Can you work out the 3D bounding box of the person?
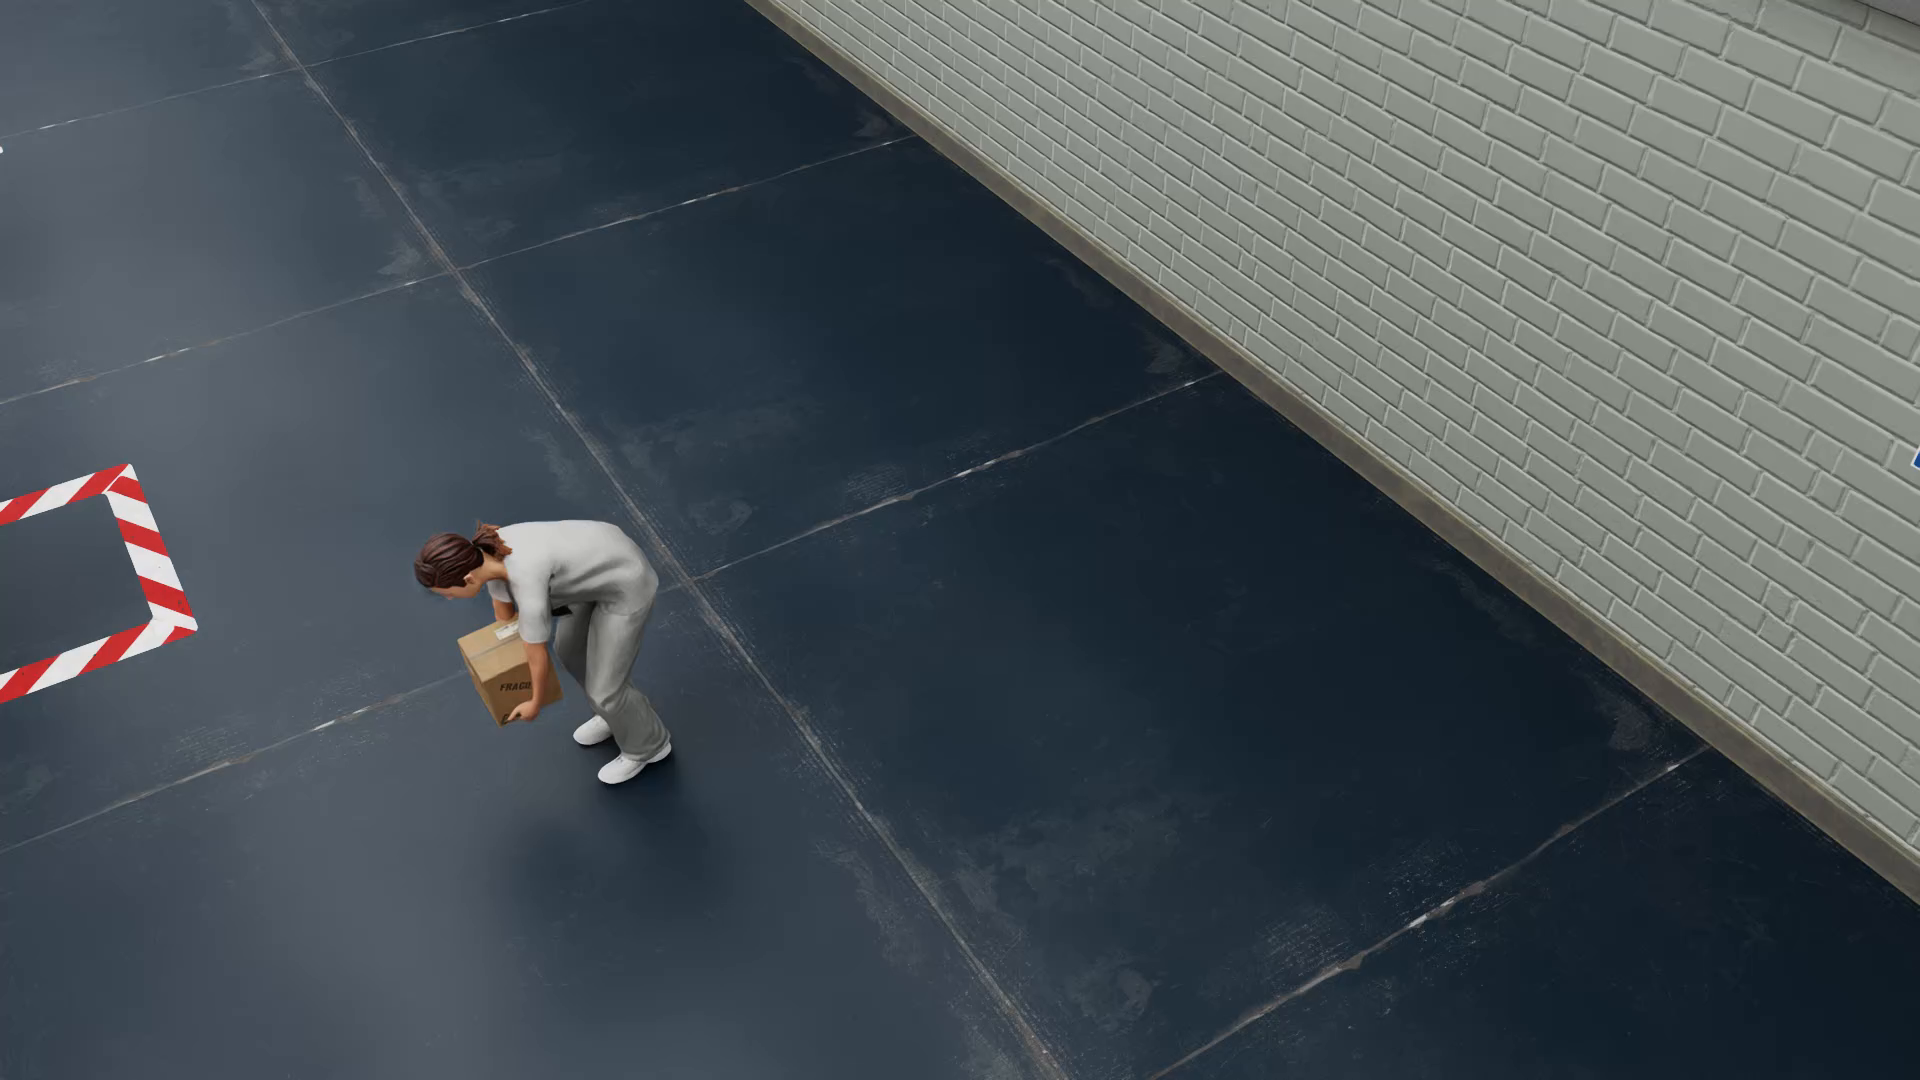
[{"bbox_3d":[-1.463,0.379,5.997,0.802,1.318,0.423,-24,46,-25],"label":"person"}]
